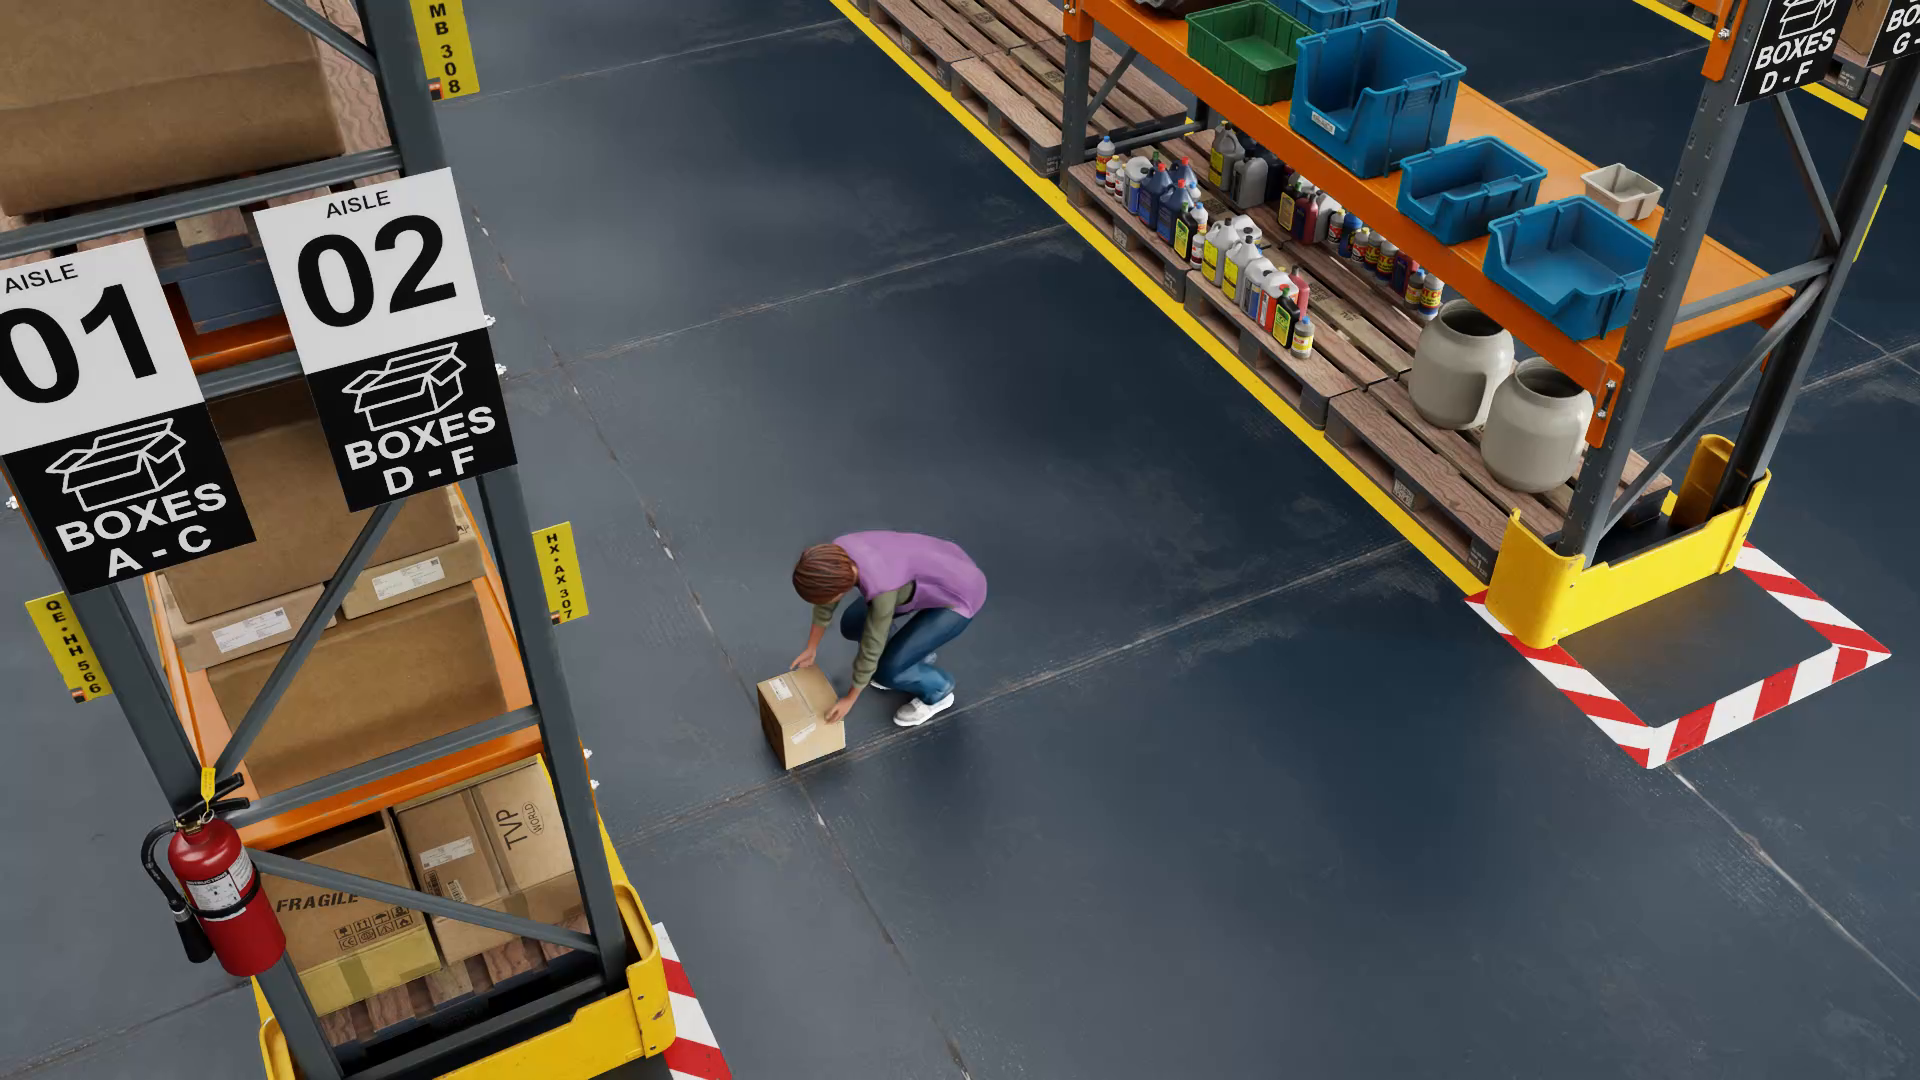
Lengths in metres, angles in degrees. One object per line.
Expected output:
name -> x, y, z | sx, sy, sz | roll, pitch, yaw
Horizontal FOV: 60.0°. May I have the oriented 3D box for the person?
person -> -0.256, 0.301, 6.300 | 0.780, 0.973, 0.454 | -19, 45, -20
